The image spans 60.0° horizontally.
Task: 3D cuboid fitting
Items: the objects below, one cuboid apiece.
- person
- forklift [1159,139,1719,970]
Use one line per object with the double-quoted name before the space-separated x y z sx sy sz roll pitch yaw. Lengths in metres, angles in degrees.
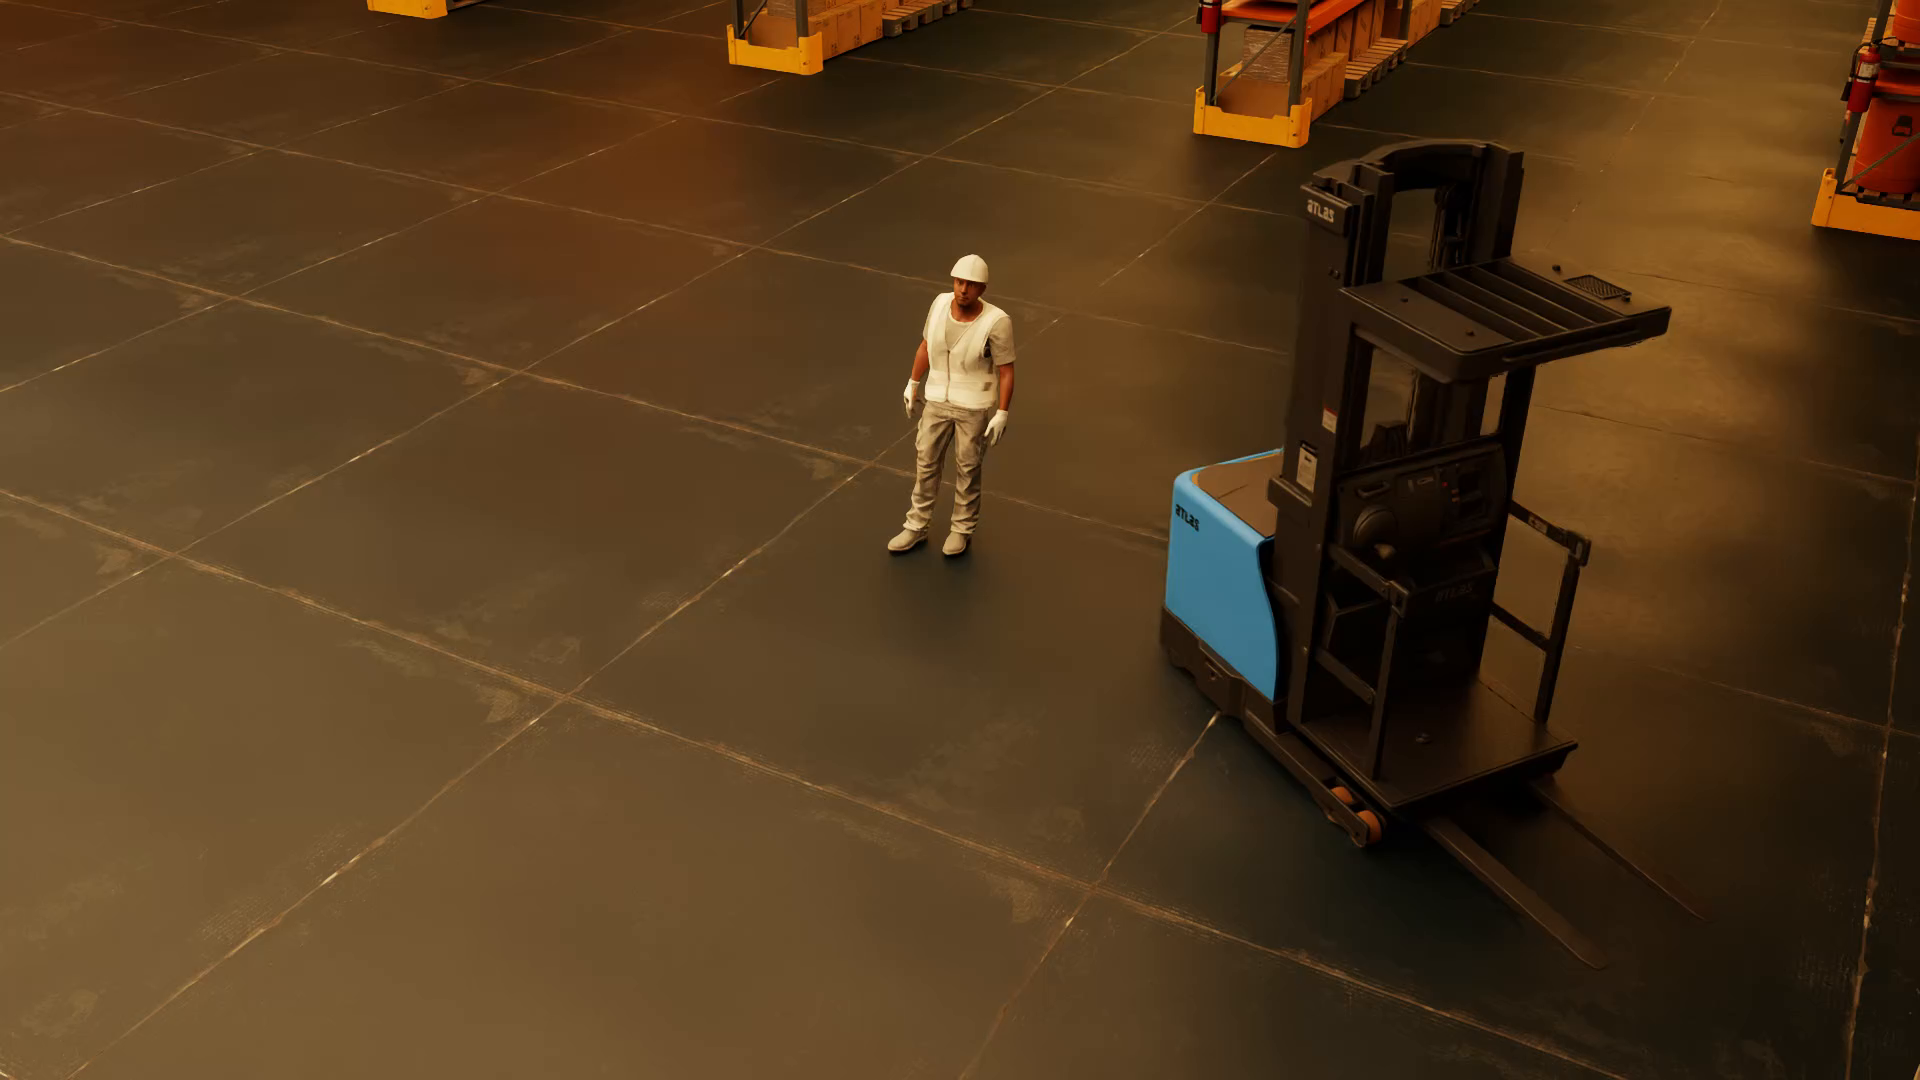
"person" -0.043 -0.750 9.503 0.656 1.782 0.577 15 33 25
"forklift" 2.167 -0.123 7.284 1.130 2.935 3.031 -14 33 -22
